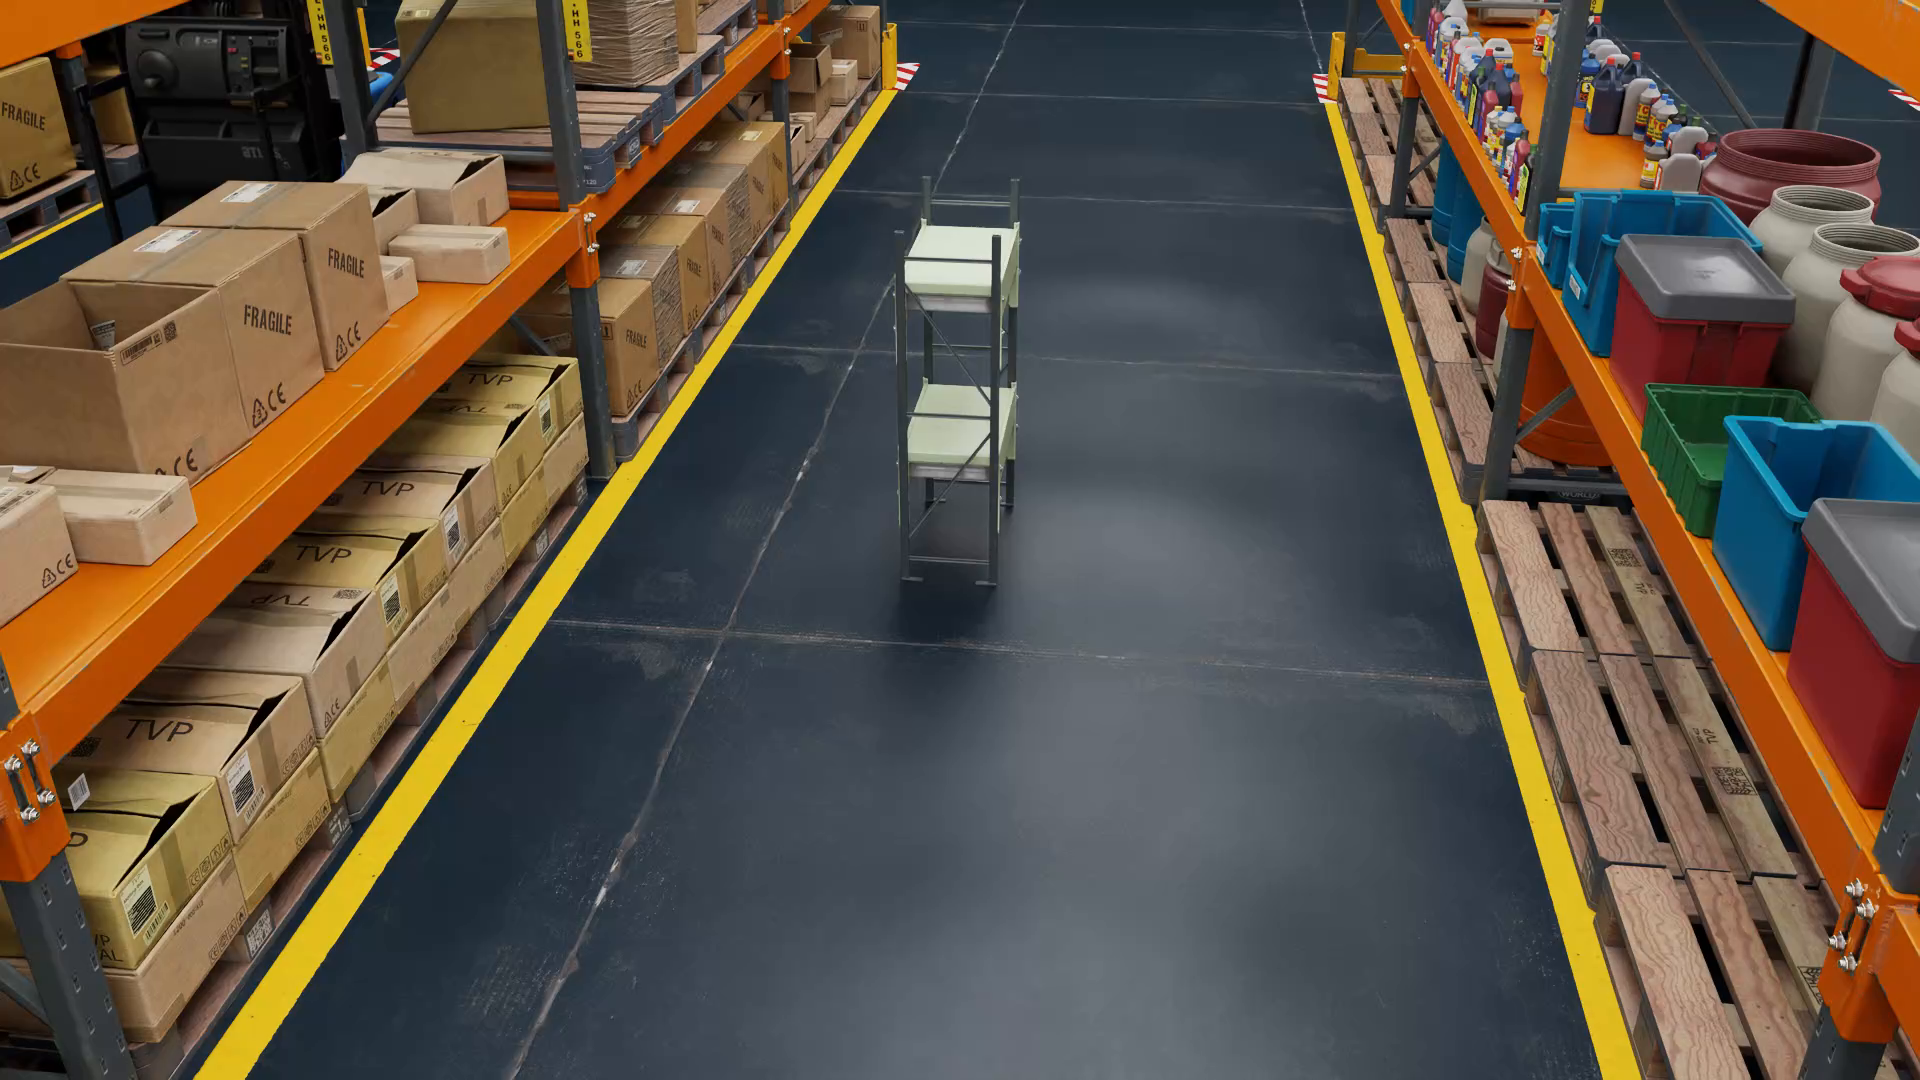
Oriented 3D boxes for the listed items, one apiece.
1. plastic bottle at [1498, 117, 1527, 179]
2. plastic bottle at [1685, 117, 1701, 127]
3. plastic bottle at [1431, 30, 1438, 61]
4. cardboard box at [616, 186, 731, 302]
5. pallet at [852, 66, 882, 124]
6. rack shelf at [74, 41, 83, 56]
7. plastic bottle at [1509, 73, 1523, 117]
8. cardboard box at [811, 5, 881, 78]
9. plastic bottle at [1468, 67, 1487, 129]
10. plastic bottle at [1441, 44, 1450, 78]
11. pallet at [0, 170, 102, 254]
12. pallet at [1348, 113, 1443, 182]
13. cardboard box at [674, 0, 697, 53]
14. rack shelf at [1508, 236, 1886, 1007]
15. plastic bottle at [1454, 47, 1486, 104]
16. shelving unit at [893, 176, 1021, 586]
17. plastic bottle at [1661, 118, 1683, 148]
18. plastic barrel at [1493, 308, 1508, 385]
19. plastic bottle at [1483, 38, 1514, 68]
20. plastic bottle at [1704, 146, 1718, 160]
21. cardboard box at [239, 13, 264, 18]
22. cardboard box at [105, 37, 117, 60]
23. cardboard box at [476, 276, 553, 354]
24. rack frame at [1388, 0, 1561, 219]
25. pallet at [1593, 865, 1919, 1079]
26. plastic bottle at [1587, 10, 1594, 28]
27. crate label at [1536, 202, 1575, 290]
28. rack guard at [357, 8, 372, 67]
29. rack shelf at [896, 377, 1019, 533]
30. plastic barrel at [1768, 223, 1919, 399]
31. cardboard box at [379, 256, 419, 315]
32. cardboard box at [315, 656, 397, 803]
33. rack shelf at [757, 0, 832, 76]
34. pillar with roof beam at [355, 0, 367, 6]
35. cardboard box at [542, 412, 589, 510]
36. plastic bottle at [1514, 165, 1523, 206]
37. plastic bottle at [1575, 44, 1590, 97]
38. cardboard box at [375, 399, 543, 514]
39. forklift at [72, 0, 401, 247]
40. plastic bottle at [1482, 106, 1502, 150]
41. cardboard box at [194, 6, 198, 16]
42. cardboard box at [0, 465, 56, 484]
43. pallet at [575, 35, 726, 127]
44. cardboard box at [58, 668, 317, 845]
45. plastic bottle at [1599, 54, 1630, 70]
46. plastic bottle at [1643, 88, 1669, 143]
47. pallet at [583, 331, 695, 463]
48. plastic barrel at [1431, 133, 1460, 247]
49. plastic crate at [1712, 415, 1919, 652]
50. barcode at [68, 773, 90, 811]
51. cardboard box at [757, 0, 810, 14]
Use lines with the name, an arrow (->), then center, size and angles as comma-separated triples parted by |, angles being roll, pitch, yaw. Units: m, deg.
plastic bottle -> 2.502, -1.773, 7.514 | 0.097, 0.271, 0.097 | 0, 28, 0
plastic bottle -> 3.284, -1.773, 7.501 | 0.061, 0.283, 0.133 | 3, 28, 6
plastic bottle -> 2.801, -2.890, 9.662 | 0.097, 0.201, 0.097 | 0, 28, 0
cardboard box -> -1.601, -1.670, 9.359 | 0.500, 0.500, 0.500 | 2, 28, 4
pallet -> -1.250, -3.777, 14.039 | 1.003, 0.211, 1.213 | 3, 28, 6
rack shelf -> -6.306, -4.444, 13.095 | 1.077, 0.370, 4.000 | 3, 28, 6
plastic bottle -> 2.724, -2.141, 8.185 | 0.061, 0.283, 0.133 | 3, 28, 6
cardboard box -> -0.966, -4.239, 14.128 | 0.500, 0.500, 0.500 | 3, 28, 6
plastic bottle -> 2.597, -2.213, 8.317 | 0.061, 0.283, 0.133 | 3, 28, 6
plastic bottle -> 2.749, -2.690, 9.289 | 0.097, 0.201, 0.097 | 0, 28, 0
pallet -> -6.570, -2.224, 11.156 | 1.003, 0.211, 1.213 | 3, 28, 6
pallet -> 3.480, -2.940, 12.485 | 1.003, 0.211, 1.213 | 3, 28, 6
cardboard box -> -1.789, -2.927, 8.972 | 0.700, 0.500, 0.500 | -4, 29, -7
rack shelf -> 2.547, -0.103, 5.037 | 1.077, 0.370, 4.000 | 3, 28, 6
plastic bottle -> 2.705, -2.448, 8.763 | 0.152, 0.276, 0.135 | 3, 28, 6
shelving unit -> -0.001, -0.657, 6.888 | 0.431, 1.500, 0.755 | 3, 28, 6
plastic bottle -> 3.203, -1.764, 7.496 | 0.097, 0.271, 0.097 | 0, 28, 0
plastic barrel -> 2.815, -0.953, 8.036 | 0.421, 0.512, 0.421 | 0, 28, 0
plastic bottle -> 2.884, -2.549, 8.949 | 0.152, 0.276, 0.135 | 3, 28, 6
plastic bottle -> 3.207, -1.542, 7.086 | 0.097, 0.271, 0.097 | 0, 28, 0
cardboard box -> -6.108, -4.216, 14.106 | 0.700, 0.500, 0.500 | 3, 28, 6
cardboard box -> -6.134, -3.686, 12.438 | 0.380, 0.149, 0.250 | 4, 29, 8
cardboard box -> -2.242, -1.198, 8.482 | 0.500, 0.500, 0.500 | 4, 29, 8
rack frame -> 3.282, -3.244, 10.109 | 1.000, 3.000, 0.127 | 3, 28, 6
pallet -> 2.359, 1.378, 4.470 | 1.003, 0.211, 1.213 | 3, 28, 6
plastic bottle -> 3.494, -2.770, 9.282 | 0.144, 0.351, 0.185 | 3, 28, 6
crate label -> 2.368, -1.111, 6.326 | 0.303, 0.233, 0.416 | 3, 28, 6
rack guard -> -6.058, -4.613, 15.286 | 1.175, 0.500, 0.348 | 3, 28, 6
rack shelf -> -0.001, -0.370, 7.043 | 0.431, 0.370, 0.720 | 3, 28, 6
plastic barrel -> 2.826, -0.715, 5.297 | 0.421, 0.512, 0.421 | 0, 28, 0
cardboard box -> -2.224, -0.936, 6.090 | 0.380, 0.149, 0.250 | 5, 29, 10
cardboard box -> -2.194, 0.598, 5.434 | 0.500, 0.250, 0.500 | 3, 28, 5
rack shelf -> -1.389, -4.158, 12.564 | 1.077, 0.370, 4.000 | 3, 28, 6
pillar with roof beam -> -2.316, -9.415, 15.237 | 9.100, 9.000, 0.400 | 3, 28, 6
cardboard box -> -1.946, -0.363, 7.218 | 0.500, 0.250, 0.500 | 4, 29, 7
plastic bottle -> 2.450, -1.542, 7.159 | 0.097, 0.201, 0.097 | 0, 28, 0
plastic bottle -> 3.305, -2.509, 8.880 | 0.097, 0.271, 0.097 | 0, 28, 0
cardboard box -> -2.001, -0.366, 6.632 | 0.500, 0.311, 0.500 | 3, 28, 5
forklift -> -4.187, -2.619, 9.021 | 1.130, 2.935, 3.031 | 3, 28, 5
plastic bottle -> 2.562, -1.971, 7.956 | 0.097, 0.201, 0.097 | 0, 28, 0
cardboard box -> -6.384, -4.211, 13.412 | 0.380, 0.149, 0.250 | 4, 29, 7
cardboard box -> -2.689, -0.133, 4.476 | 0.396, 0.266, 0.258 | 3, 28, 5
pallet -> -1.890, -2.482, 8.896 | 1.003, 0.211, 1.213 | 3, 28, 6
cardboard box -> -2.250, 0.596, 4.847 | 0.500, 0.311, 0.500 | 3, 28, 6
plastic bottle -> 3.403, -2.403, 8.679 | 0.152, 0.276, 0.135 | 3, 28, 6
plastic bottle -> 3.352, -2.036, 7.989 | 0.061, 0.283, 0.133 | 3, 28, 6
pallet -> -1.995, -0.772, 8.461 | 1.003, 0.211, 1.213 | 3, 28, 6
plastic barrel -> 3.198, -2.250, 10.033 | 0.600, 0.901, 0.708 | 3, 28, 6
plastic crate -> 2.128, -0.008, 4.120 | 0.392, 0.384, 0.575 | 3, 28, 6
barcode -> -2.170, 0.620, 4.095 | 0.001, 0.075, 0.075 | 3, 28, 6
cardboard box -> -1.301, -3.802, 11.038 | 0.500, 0.500, 0.500 | 4, 29, 8
